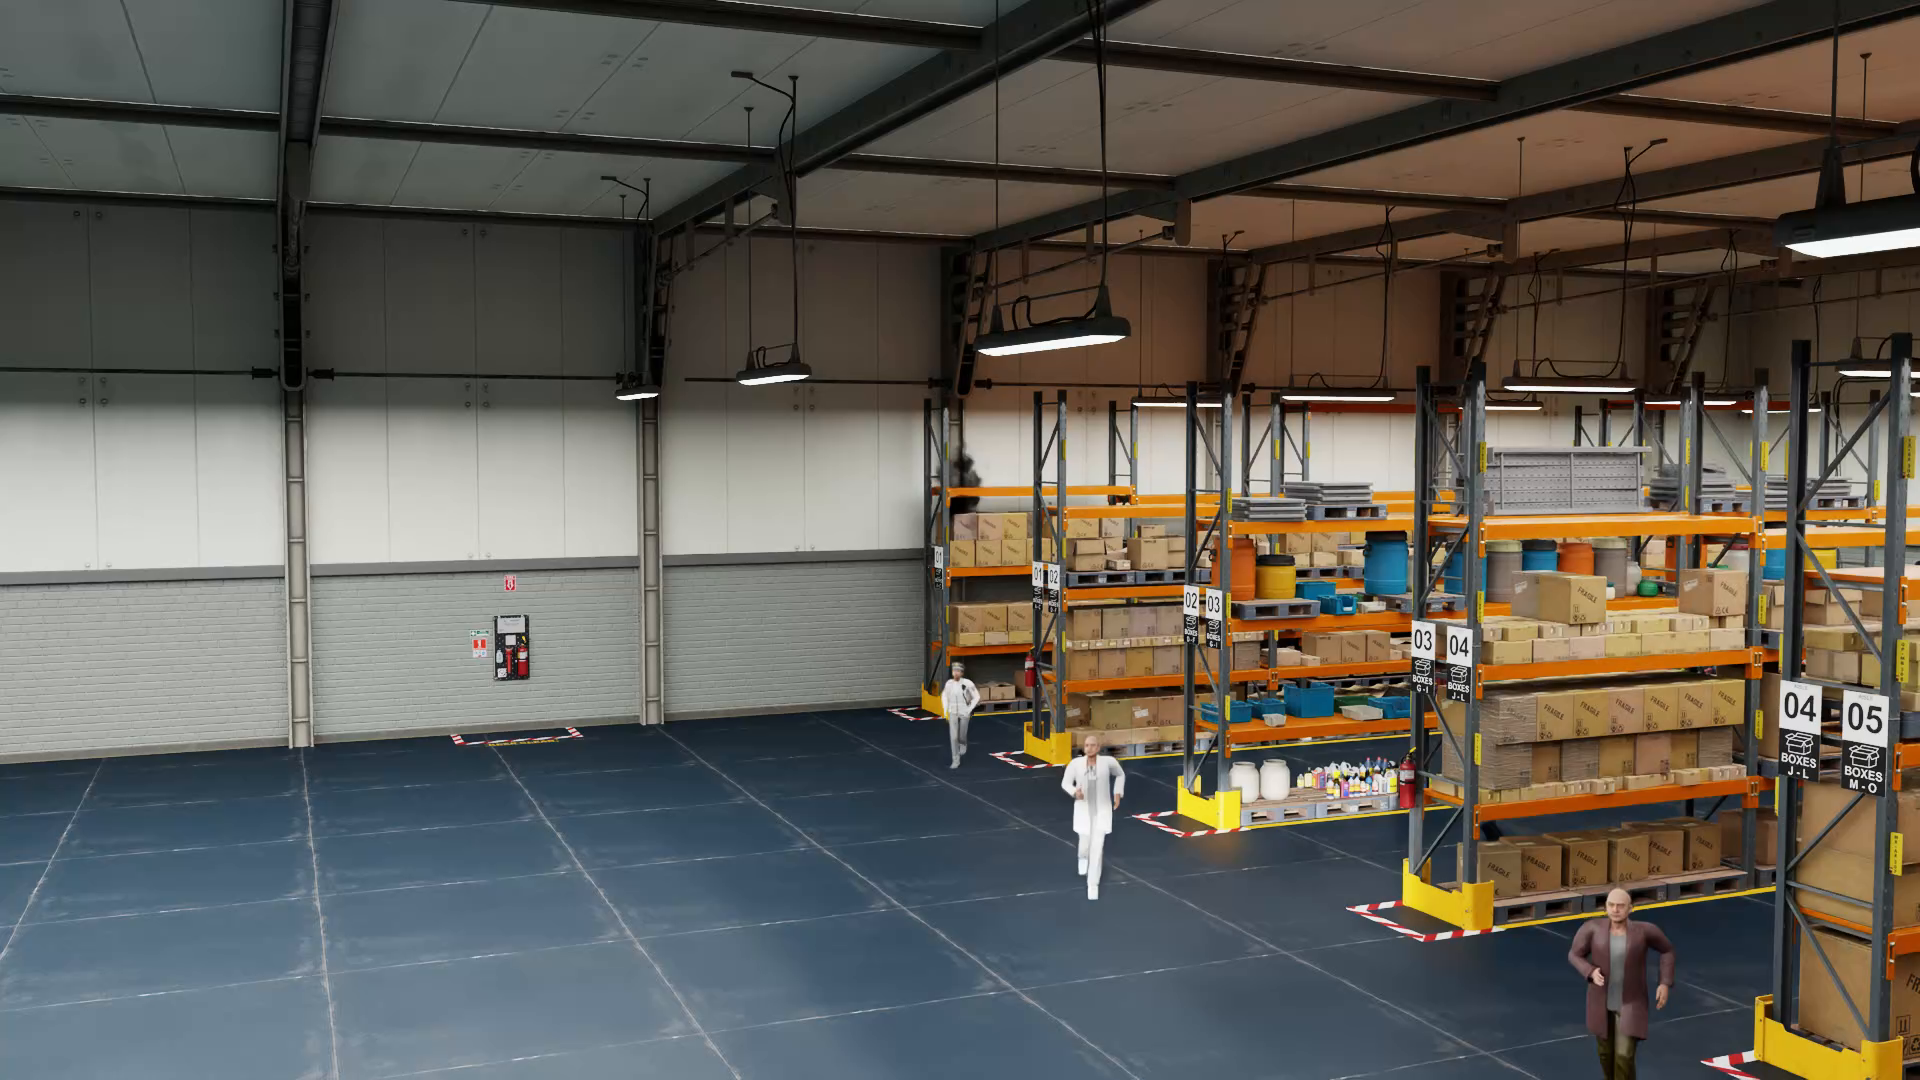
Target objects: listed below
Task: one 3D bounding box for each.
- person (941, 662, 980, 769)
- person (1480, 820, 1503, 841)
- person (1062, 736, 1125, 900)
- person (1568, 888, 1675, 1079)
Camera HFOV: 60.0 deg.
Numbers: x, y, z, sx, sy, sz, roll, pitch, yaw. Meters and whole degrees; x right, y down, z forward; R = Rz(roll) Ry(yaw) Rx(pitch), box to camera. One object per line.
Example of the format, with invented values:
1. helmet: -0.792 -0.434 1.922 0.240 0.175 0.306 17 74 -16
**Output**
1. person: 0.010 2.780 26.576 0.636 1.696 0.661 1 3 13
2. person: 6.460 3.189 20.261 0.711 1.610 0.490 -2 4 -29
3. person: 1.534 3.186 19.203 0.717 1.713 0.990 1 3 10
4. person: 4.985 3.542 12.566 0.732 1.857 0.847 2 4 32
